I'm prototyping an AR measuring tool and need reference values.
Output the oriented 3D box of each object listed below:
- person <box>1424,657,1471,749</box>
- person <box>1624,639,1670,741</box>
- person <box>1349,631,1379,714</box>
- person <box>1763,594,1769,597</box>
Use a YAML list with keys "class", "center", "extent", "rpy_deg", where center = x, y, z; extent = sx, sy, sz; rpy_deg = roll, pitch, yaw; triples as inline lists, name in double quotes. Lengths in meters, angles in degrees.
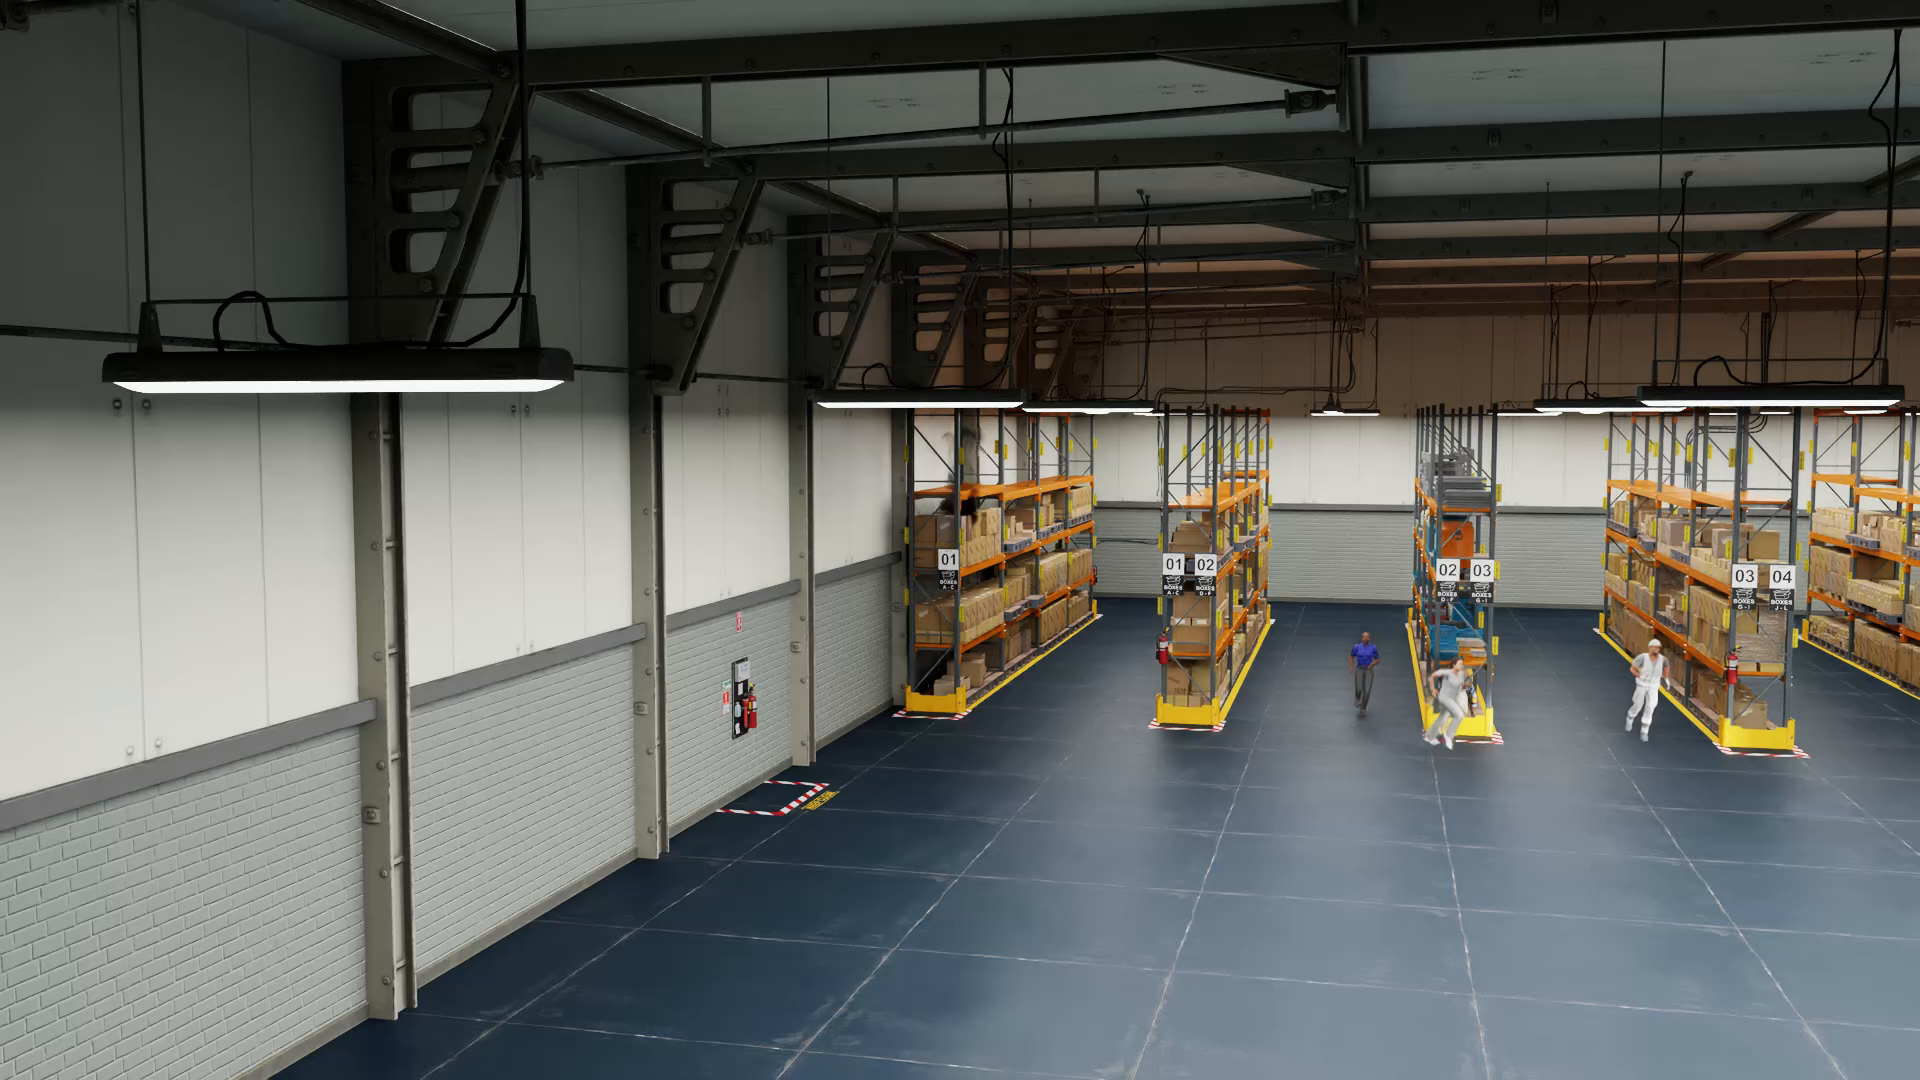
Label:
- class: "person"
  center: [8.436, 2.799, 28.819]
  extent: [0.557, 1.603, 0.876]
  rpy_deg: [-4, 6, -42]
- class: "person"
  center: [12.405, 2.660, 29.903]
  extent: [0.724, 1.791, 0.886]
  rpy_deg: [0, 4, 6]
- class: "person"
  center: [7.829, 2.578, 32.208]
  extent: [0.570, 1.614, 0.559]
  rpy_deg: [1, 4, 13]
- class: "person"
  center: [21.012, 1.739, 43.650]
  extent: [0.503, 1.613, 0.610]
  rpy_deg: [-4, 6, -42]
